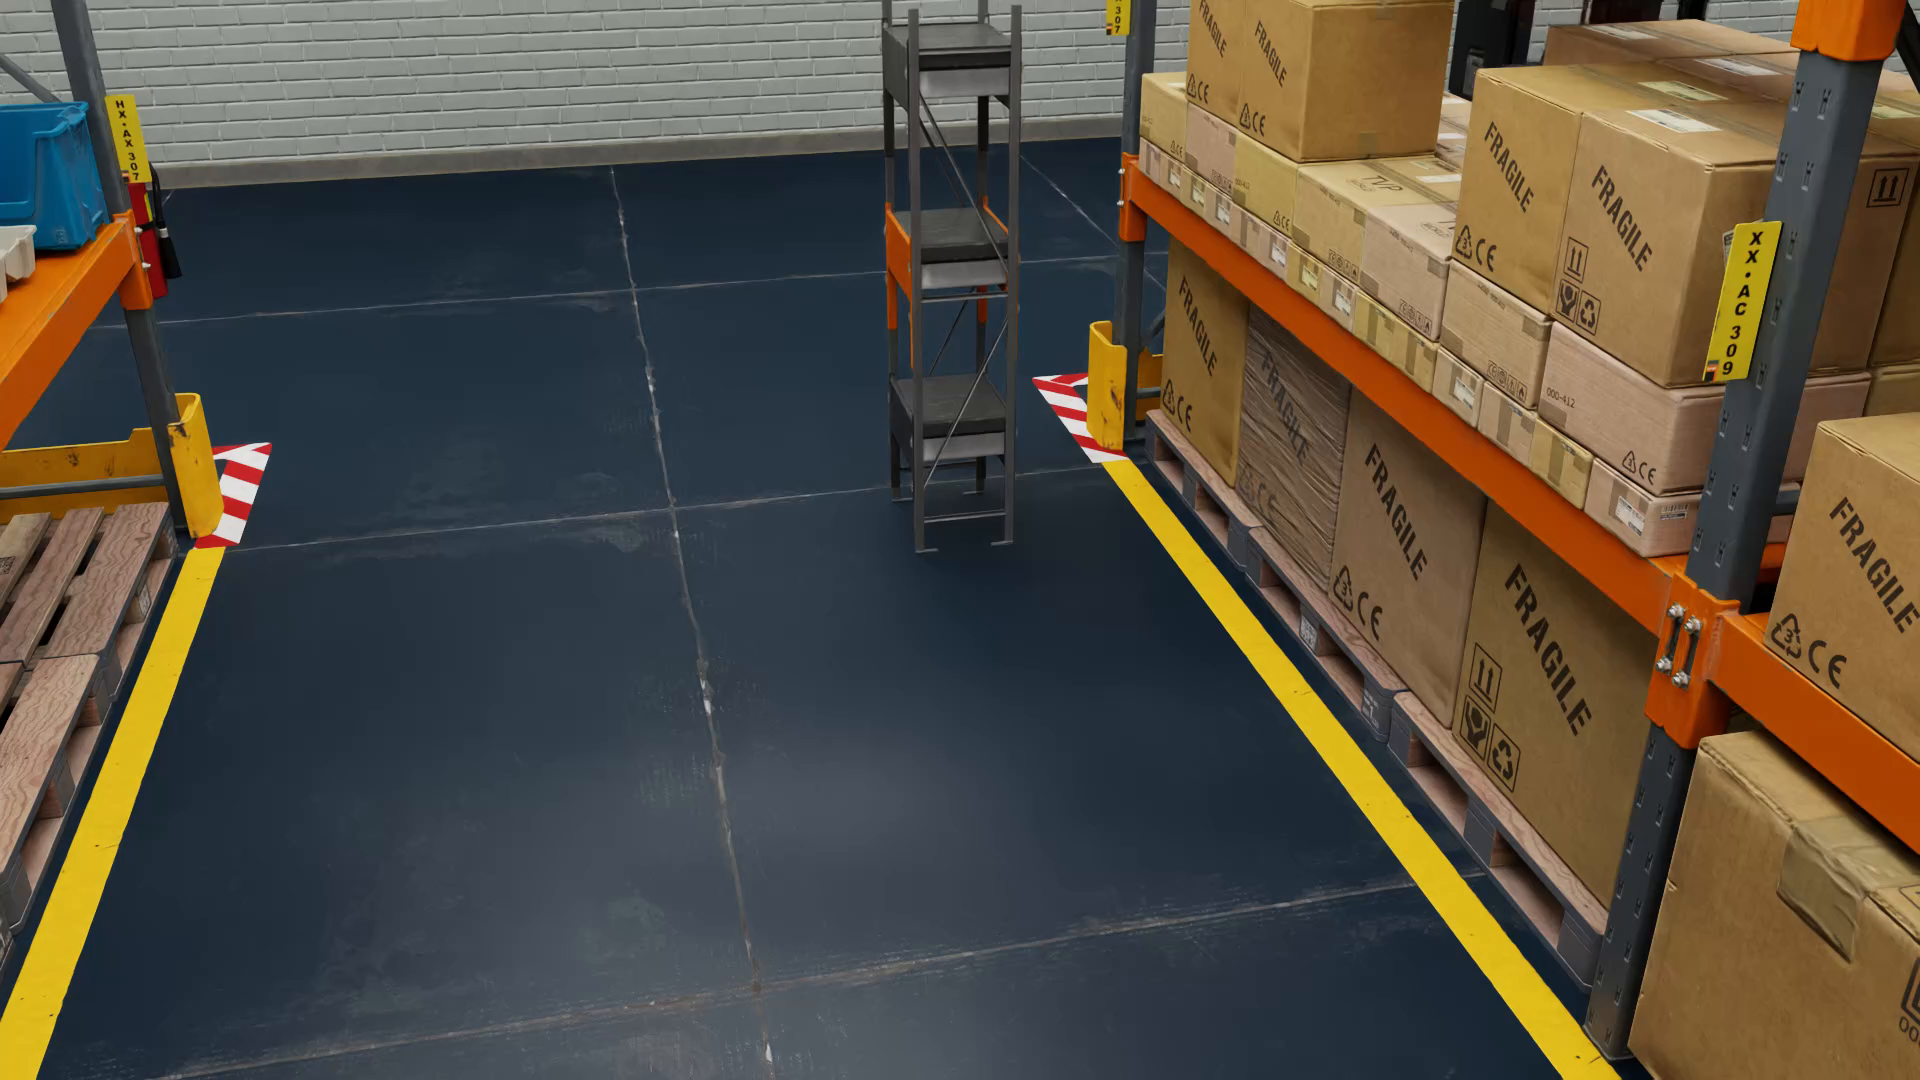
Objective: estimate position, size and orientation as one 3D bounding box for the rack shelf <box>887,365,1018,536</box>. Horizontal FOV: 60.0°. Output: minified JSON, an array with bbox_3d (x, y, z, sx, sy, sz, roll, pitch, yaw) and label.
[{"bbox_3d":[-0.037,-0.373,6.742,0.431,0.518,0.480,-6,27,-12],"label":"rack shelf"}]

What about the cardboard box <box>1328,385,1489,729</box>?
[{"bbox_3d":[1.820,-0.038,5.389,0.875,0.875,0.875,-6,27,-12],"label":"cardboard box"}]

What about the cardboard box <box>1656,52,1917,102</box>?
[{"bbox_3d":[2.131,-0.960,4.327,0.500,0.500,0.500,-6,27,-12],"label":"cardboard box"}]

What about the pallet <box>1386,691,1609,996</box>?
[{"bbox_3d":[1.999,0.797,4.937,1.003,0.211,1.213,-6,27,-12],"label":"pallet"}]

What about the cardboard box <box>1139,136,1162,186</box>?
[{"bbox_3d":[0.951,-1.561,6.792,0.380,0.149,0.250,-6,27,-11],"label":"cardboard box"}]

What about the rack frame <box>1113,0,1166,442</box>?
[{"bbox_3d":[1.192,-1.862,7.111,1.000,3.000,0.127,-6,27,-12],"label":"rack frame"}]

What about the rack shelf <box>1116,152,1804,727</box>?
[{"bbox_3d":[1.643,-0.663,5.533,1.077,0.370,4.000,-6,27,-12],"label":"rack shelf"}]

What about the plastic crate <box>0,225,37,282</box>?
[{"bbox_3d":[-3.273,-0.929,5.487,0.396,0.136,0.243,-6,27,-12],"label":"plastic crate"}]

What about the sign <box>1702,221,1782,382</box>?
[{"bbox_3d":[1.553,-0.471,3.306,0.100,0.325,0.005,-6,27,-12],"label":"sign"}]

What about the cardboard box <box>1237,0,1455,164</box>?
[{"bbox_3d":[1.273,-1.578,5.552,0.500,0.500,0.500,-7,28,-13],"label":"cardboard box"}]

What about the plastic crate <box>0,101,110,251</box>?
[{"bbox_3d":[-3.376,-1.274,5.839,0.616,0.435,0.499,-6,27,-12],"label":"plastic crate"}]

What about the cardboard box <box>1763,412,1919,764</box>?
[{"bbox_3d":[1.954,0.076,3.159,0.500,0.500,0.500,-6,27,-11],"label":"cardboard box"}]

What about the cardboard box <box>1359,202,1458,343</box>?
[{"bbox_3d":[1.504,-0.790,4.823,0.500,0.250,0.500,-5,27,-11],"label":"cardboard box"}]

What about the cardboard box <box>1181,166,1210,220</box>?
[{"bbox_3d":[1.068,-1.336,6.347,0.380,0.149,0.250,-7,28,-13],"label":"cardboard box"}]

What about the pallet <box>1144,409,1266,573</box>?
[{"bbox_3d":[1.449,-0.274,7.059,1.003,0.211,1.213,-6,27,-12],"label":"pallet"}]

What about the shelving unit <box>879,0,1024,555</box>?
[{"bbox_3d":[-0.037,-1.010,6.421,0.431,2.100,0.503,-6,27,-12],"label":"shelving unit"}]

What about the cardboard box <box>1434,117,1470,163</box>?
[{"bbox_3d":[1.789,-1.296,5.825,0.500,0.250,0.500,-7,28,-13],"label":"cardboard box"}]

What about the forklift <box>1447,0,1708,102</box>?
[{"bbox_3d":[2.890,-1.880,7.222,1.130,2.935,3.031,-10,28,-18],"label":"forklift"}]

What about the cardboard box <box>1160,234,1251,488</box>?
[{"bbox_3d":[1.414,-0.828,6.954,0.875,0.875,0.875,-6,27,-12],"label":"cardboard box"}]

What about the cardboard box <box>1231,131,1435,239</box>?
[{"bbox_3d":[1.271,-1.241,5.717,0.500,0.250,0.500,-7,28,-13],"label":"cardboard box"}]

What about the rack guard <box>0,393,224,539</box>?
[{"bbox_3d":[-3.651,-0.253,6.696,1.175,0.500,0.348,-6,27,-12],"label":"rack guard"}]

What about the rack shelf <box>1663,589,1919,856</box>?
[{"bbox_3d":[2.544,1.093,2.054,1.077,0.370,4.000,-6,27,-12],"label":"rack shelf"}]

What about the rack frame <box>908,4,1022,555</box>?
[{"bbox_3d":[0.018,-0.903,6.209,0.400,2.100,0.015,-6,27,-12],"label":"rack frame"}]

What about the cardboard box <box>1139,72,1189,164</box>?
[{"bbox_3d":[1.037,-1.690,6.606,0.500,0.250,0.500,-7,28,-13],"label":"cardboard box"}]

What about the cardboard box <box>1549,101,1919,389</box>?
[{"bbox_3d":[1.730,-0.682,3.775,0.500,0.500,0.500,-5,27,-10],"label":"cardboard box"}]

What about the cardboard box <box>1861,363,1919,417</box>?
[{"bbox_3d":[2.243,-0.405,4.060,0.500,0.250,0.500,-6,27,-13],"label":"cardboard box"}]

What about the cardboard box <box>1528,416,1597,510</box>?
[{"bbox_3d":[1.647,-0.208,4.112,0.380,0.149,0.250,-5,27,-11],"label":"cardboard box"}]

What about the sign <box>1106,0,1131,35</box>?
[{"bbox_3d":[0.650,-2.230,6.791,0.100,0.325,0.005,-6,27,-12],"label":"sign"}]

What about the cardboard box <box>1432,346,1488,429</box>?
[{"bbox_3d":[1.532,-0.433,4.558,0.380,0.149,0.250,-5,27,-11],"label":"cardboard box"}]

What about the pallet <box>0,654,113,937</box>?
[{"bbox_3d":[-3.214,0.786,4.958,1.003,0.211,1.213,-6,27,-12],"label":"pallet"}]

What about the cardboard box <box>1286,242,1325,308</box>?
[{"bbox_3d":[1.299,-0.886,5.455,0.380,0.149,0.250,-7,28,-13],"label":"cardboard box"}]

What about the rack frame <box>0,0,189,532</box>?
[{"bbox_3d":[-3.633,-1.359,6.114,1.000,3.000,0.127,-6,27,-12],"label":"rack frame"}]

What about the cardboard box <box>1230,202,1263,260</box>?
[{"bbox_3d":[1.184,-1.110,5.899,0.380,0.149,0.250,-6,27,-13],"label":"cardboard box"}]

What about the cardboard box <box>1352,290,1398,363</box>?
[{"bbox_3d":[1.416,-0.659,5.005,0.380,0.149,0.250,-6,27,-12],"label":"cardboard box"}]

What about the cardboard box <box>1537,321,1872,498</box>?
[{"bbox_3d":[1.738,-0.339,3.930,0.500,0.250,0.500,-6,27,-13],"label":"cardboard box"}]
